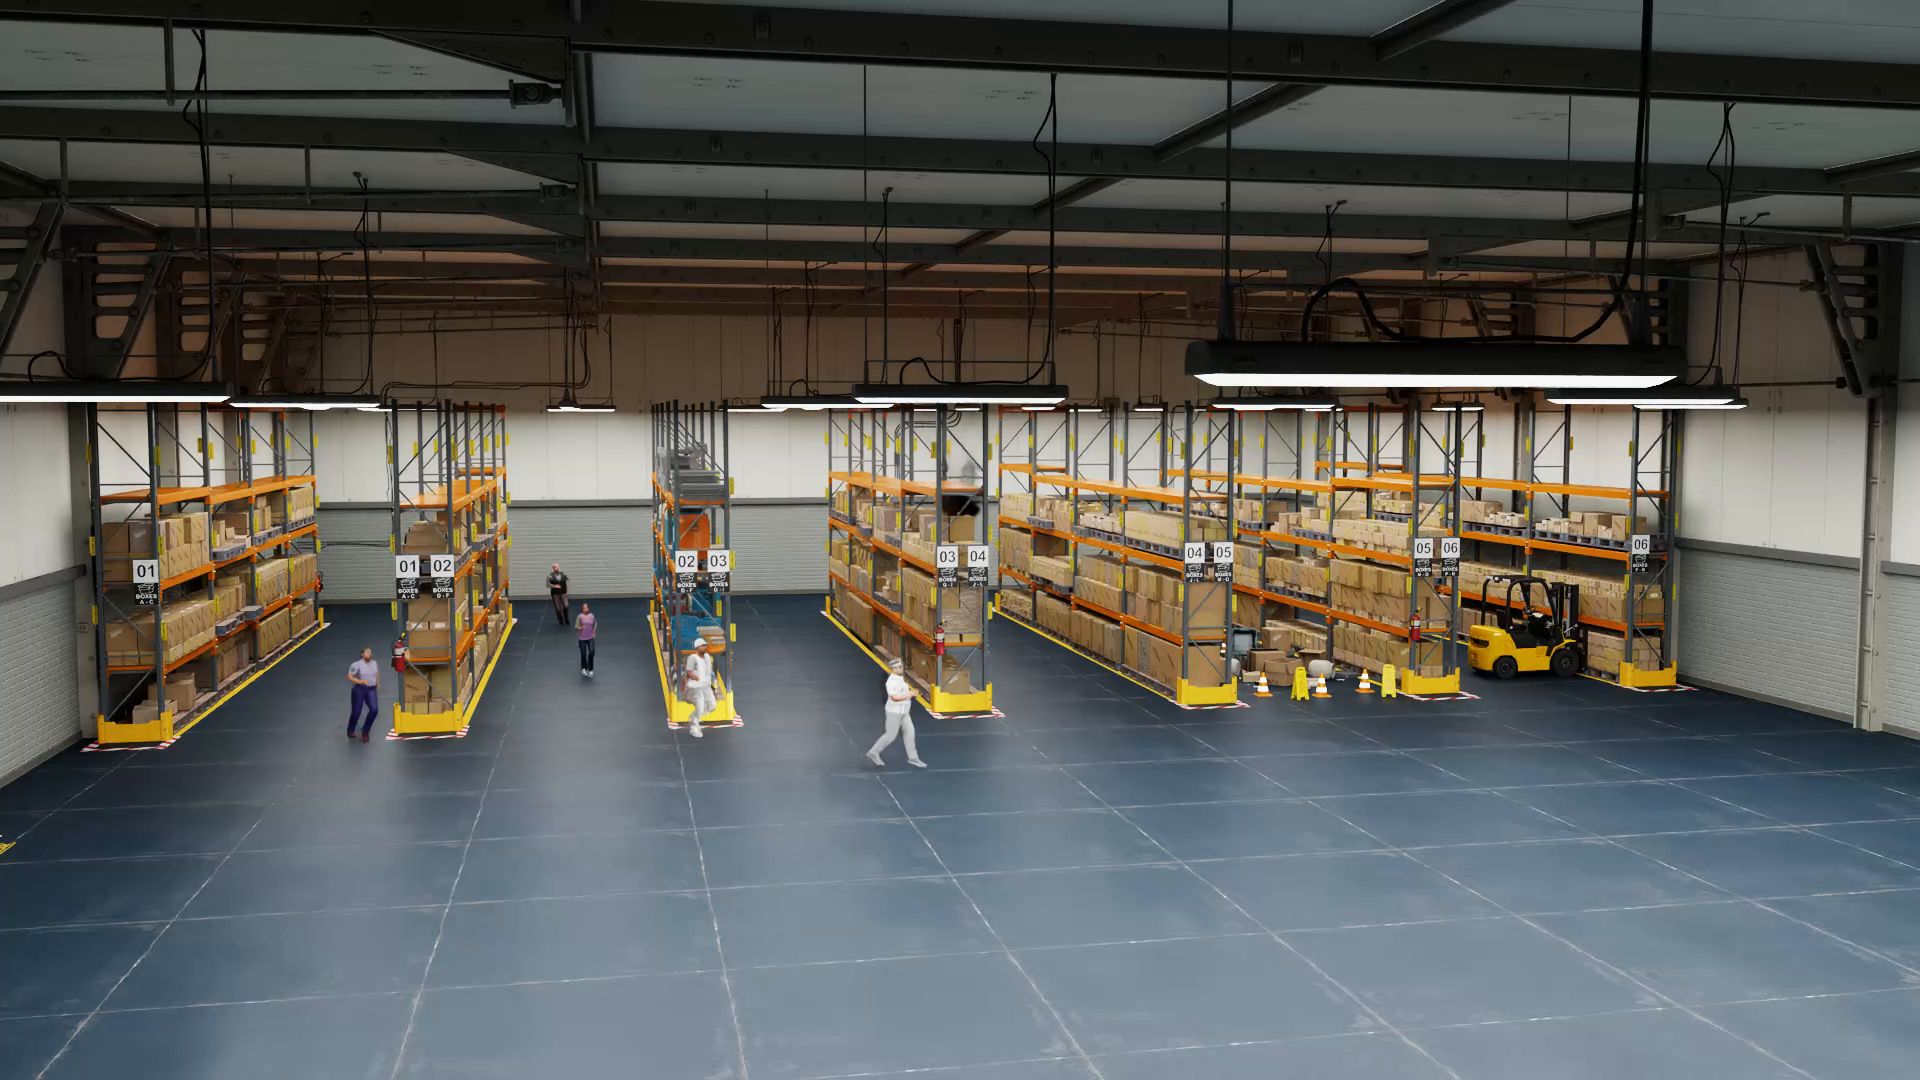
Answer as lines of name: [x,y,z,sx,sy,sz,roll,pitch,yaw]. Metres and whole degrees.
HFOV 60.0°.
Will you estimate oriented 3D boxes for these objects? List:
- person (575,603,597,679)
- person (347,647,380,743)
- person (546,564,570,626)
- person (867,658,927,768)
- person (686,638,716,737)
person: [-8.137,2.194,36.238,0.514,1.639,0.666,-2,5,-20]
person: [-10.461,2.709,29.245,0.641,1.663,0.674,-4,6,-43]
person: [-10.869,1.494,44.989,0.672,1.727,0.628,-2,5,-24]
person: [-1.015,2.791,26.883,0.964,1.783,0.656,1,4,14]
person: [-4.586,2.623,29.660,0.605,1.753,0.727,2,5,30]
